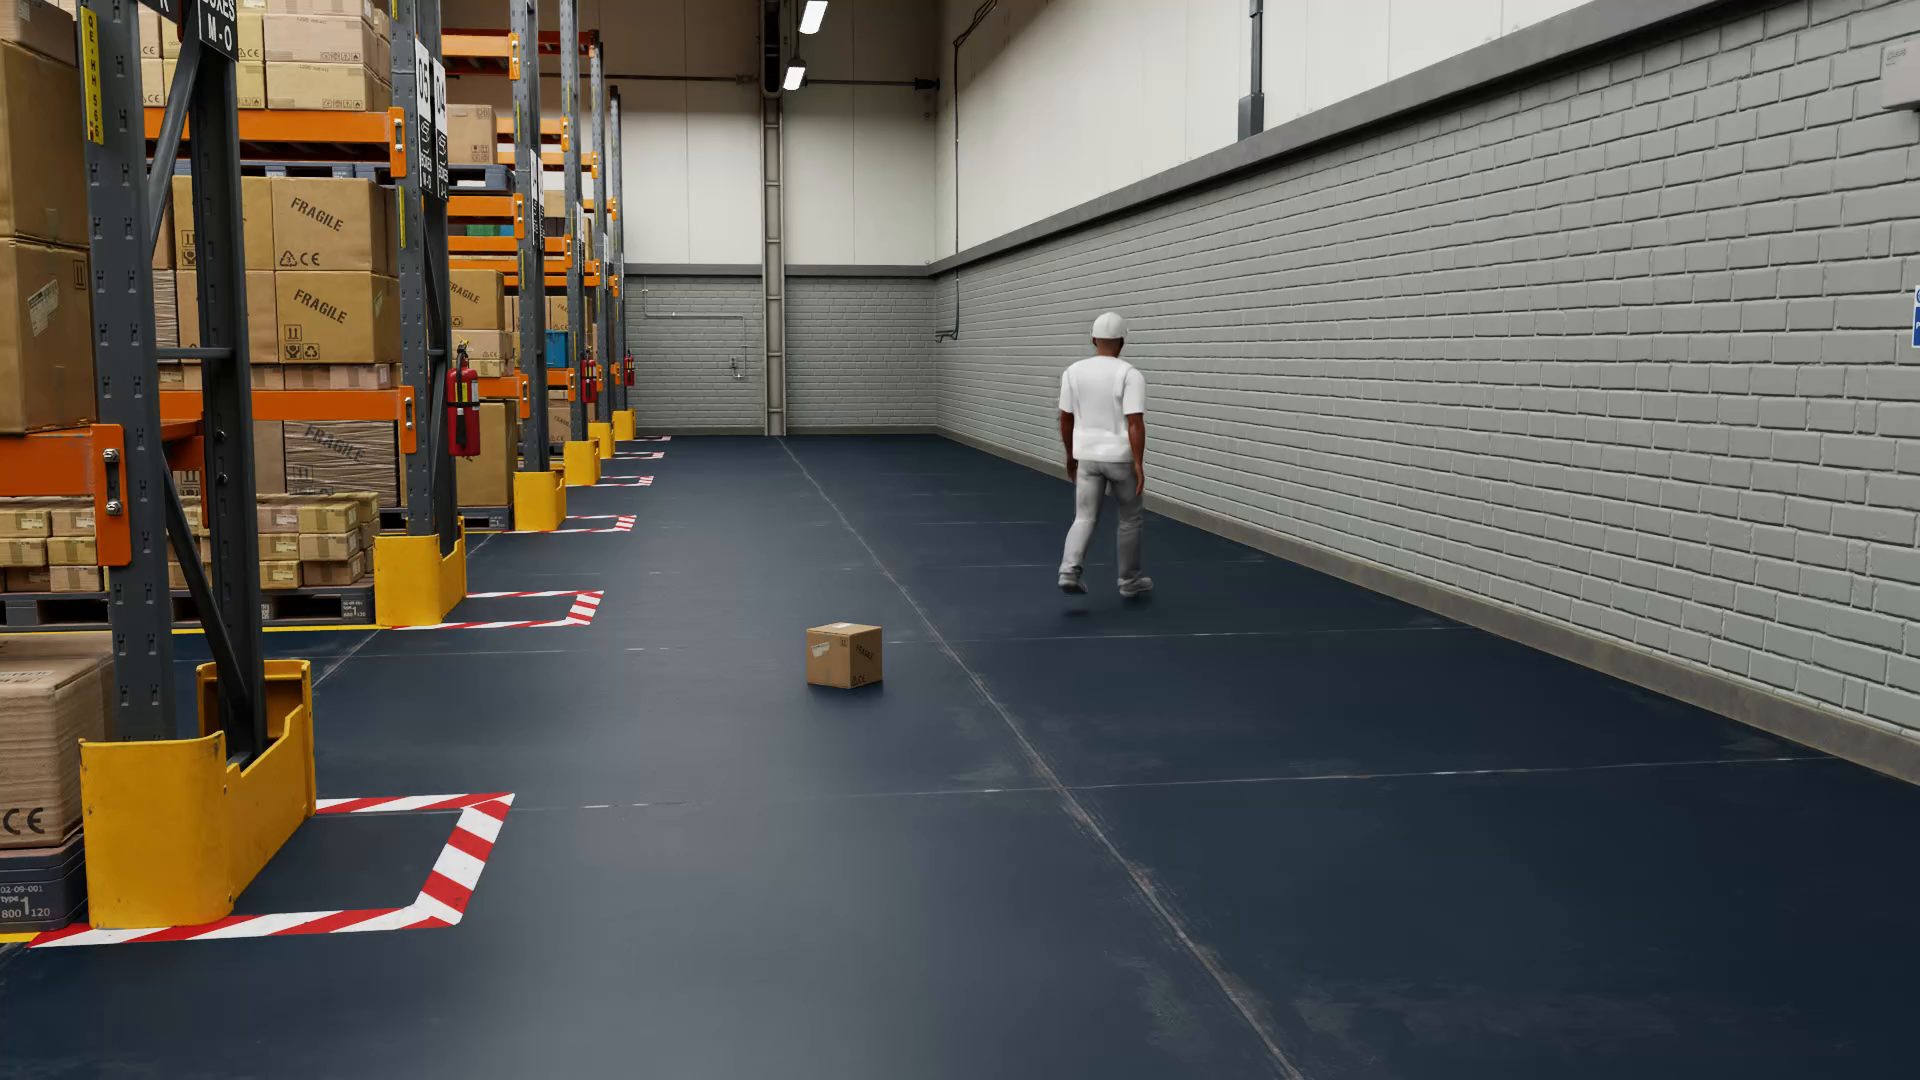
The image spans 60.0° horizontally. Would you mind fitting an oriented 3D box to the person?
[{"bbox_3d":[0.869,-0.493,9.980,0.591,1.731,0.988,3,7,26],"label":"person"}]
